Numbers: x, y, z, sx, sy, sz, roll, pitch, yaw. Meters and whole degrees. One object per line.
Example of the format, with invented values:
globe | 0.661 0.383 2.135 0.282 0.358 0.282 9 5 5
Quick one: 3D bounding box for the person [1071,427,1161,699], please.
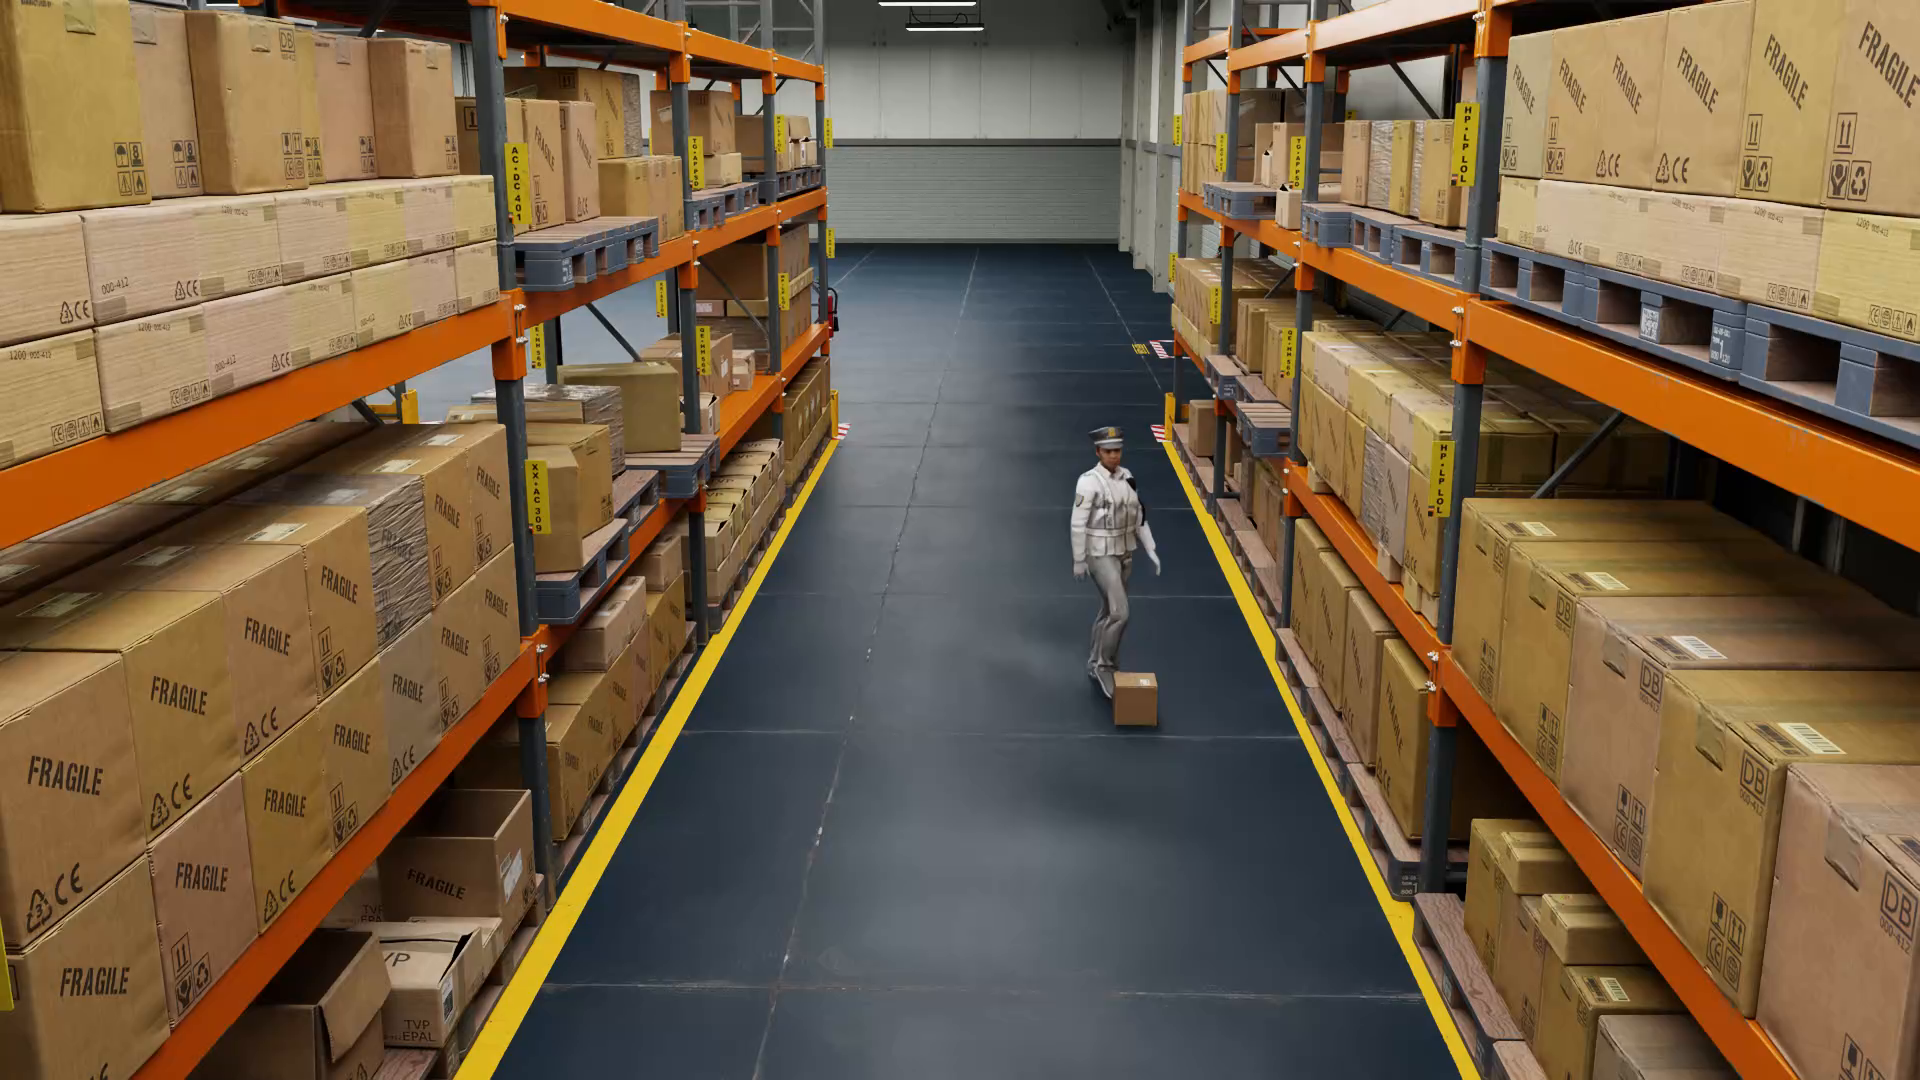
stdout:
person | 0.978 0.137 10.438 0.449 1.733 0.501 12 19 41
